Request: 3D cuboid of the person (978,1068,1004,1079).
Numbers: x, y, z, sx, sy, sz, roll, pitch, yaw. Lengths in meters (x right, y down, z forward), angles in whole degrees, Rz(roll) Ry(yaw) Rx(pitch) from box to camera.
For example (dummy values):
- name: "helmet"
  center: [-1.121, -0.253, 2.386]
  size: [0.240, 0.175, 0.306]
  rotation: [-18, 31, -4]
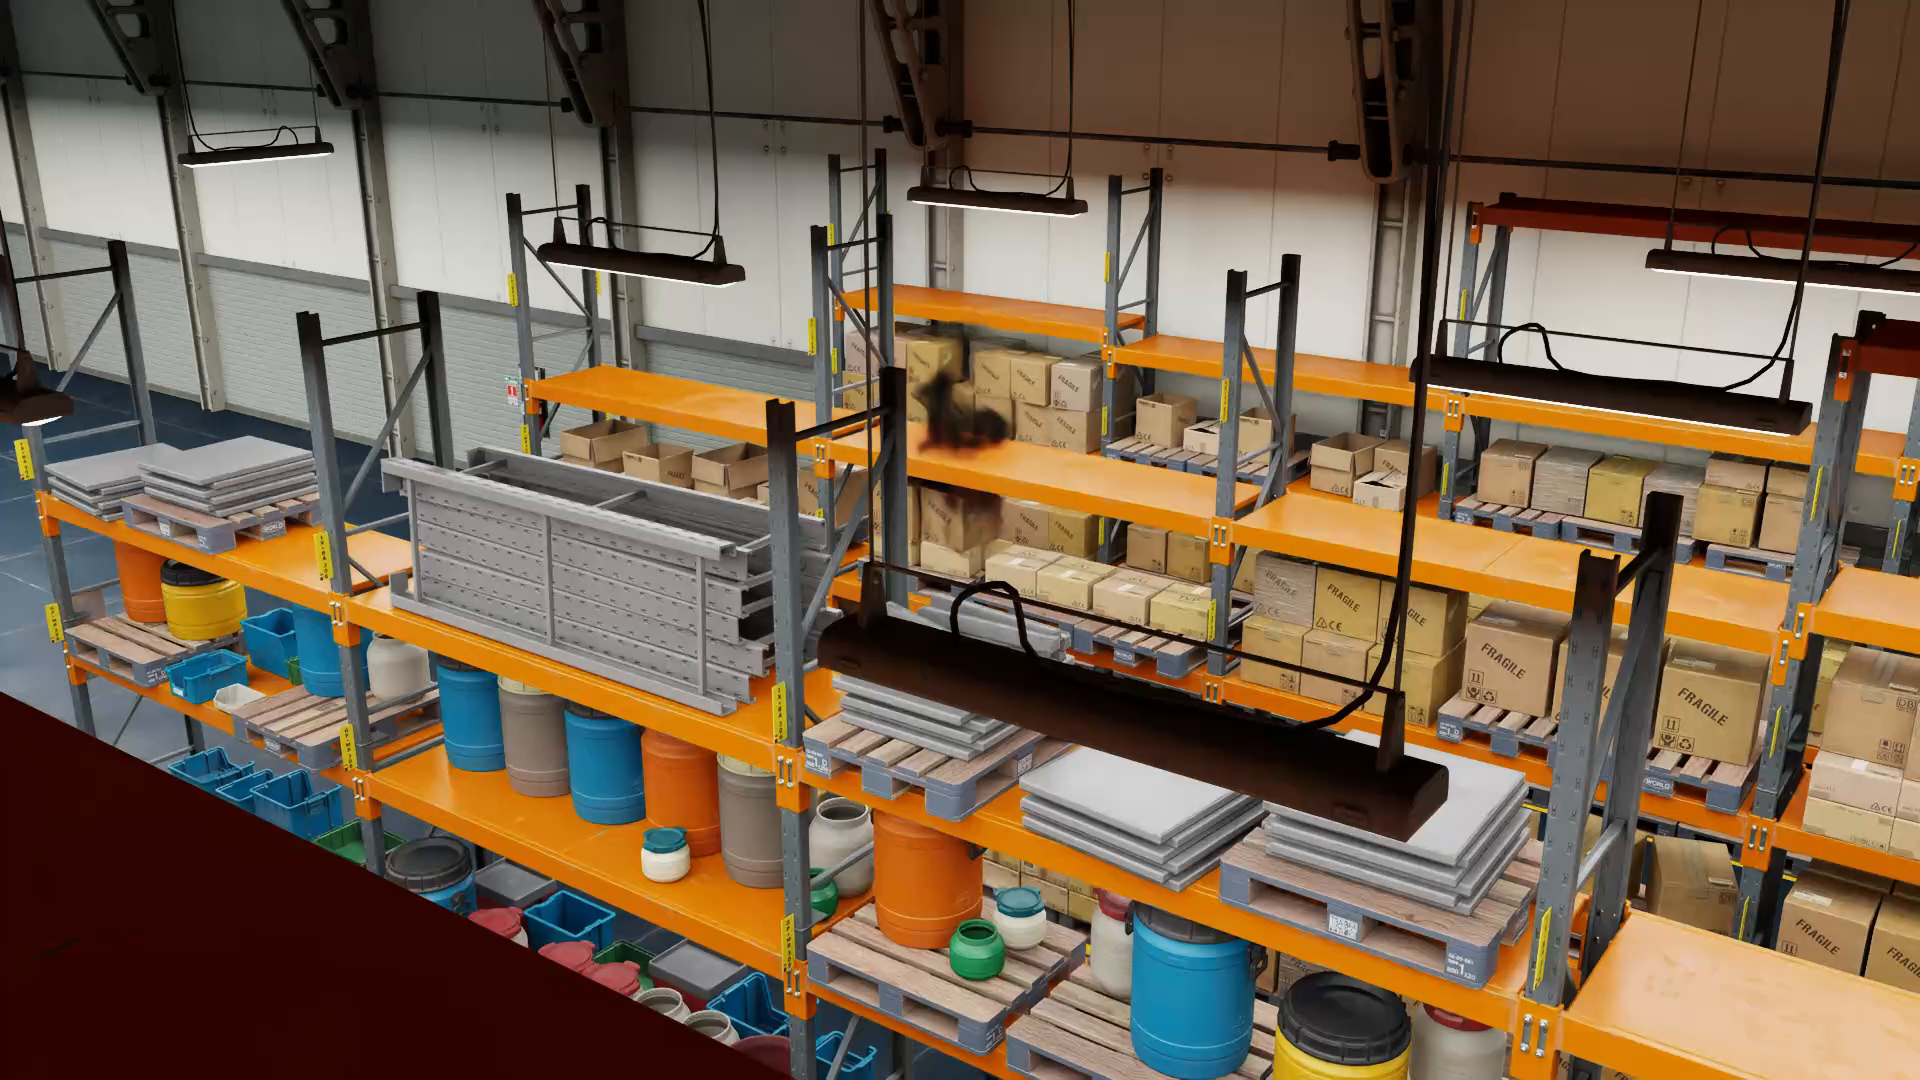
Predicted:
- name: "person"
  center: [0.251, 3.440, 12.258]
  size: [0.611, 1.622, 0.554]
  rotation: [9, 20, 24]
